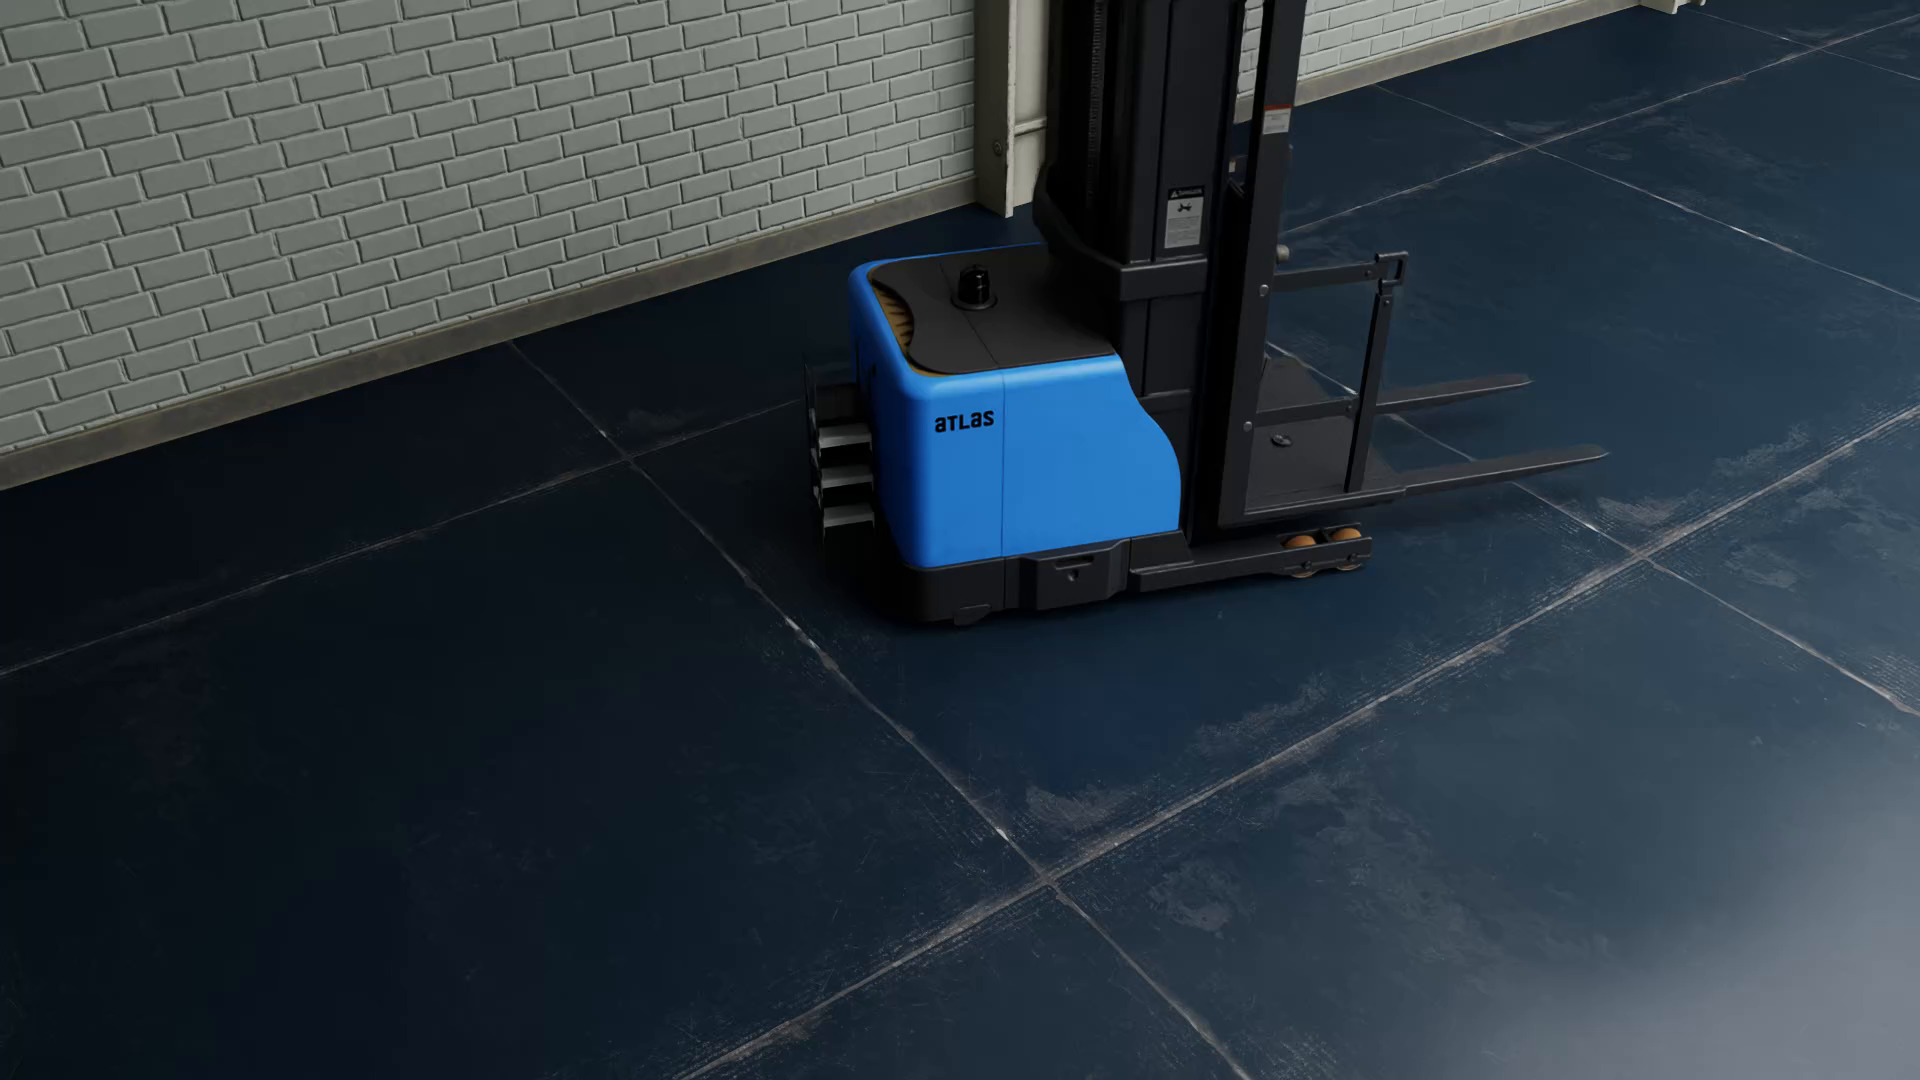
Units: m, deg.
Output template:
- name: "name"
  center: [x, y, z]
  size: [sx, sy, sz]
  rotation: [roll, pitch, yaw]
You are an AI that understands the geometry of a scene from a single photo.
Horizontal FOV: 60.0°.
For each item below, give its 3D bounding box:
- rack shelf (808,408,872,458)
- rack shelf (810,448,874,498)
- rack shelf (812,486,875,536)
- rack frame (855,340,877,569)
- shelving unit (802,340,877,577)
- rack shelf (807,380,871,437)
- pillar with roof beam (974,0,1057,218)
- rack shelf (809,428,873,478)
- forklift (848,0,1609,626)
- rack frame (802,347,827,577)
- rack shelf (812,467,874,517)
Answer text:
- name: "rack shelf"
  center: [-0.459, -0.423, 6.316]
  size: [0.200, 0.077, 0.258]
  rotation: [-9, 37, -12]
- name: "rack shelf"
  center: [-0.459, -0.277, 6.421]
  size: [0.200, 0.077, 0.258]
  rotation: [-9, 37, -12]
- name: "rack shelf"
  center: [-0.459, -0.131, 6.526]
  size: [0.200, 0.077, 0.258]
  rotation: [-9, 37, -12]
- name: "rack frame"
  center: [-0.361, -0.319, 6.422]
  size: [0.006, 0.900, 0.240]
  rotation: [-9, 37, -12]
- name: "shelving unit"
  center: [-0.459, -0.304, 6.402]
  size: [0.210, 0.900, 0.258]
  rotation: [-9, 37, -12]
- name: "rack shelf"
  center: [-0.459, -0.496, 6.263]
  size: [0.200, 0.077, 0.258]
  rotation: [-9, 37, -12]
- name: "pillar with roof beam"
  center: [2.805, -3.528, 3.948]
  size: [0.400, 9.000, 9.100]
  rotation: [-22, 41, -28]
- name: "rack shelf"
  center: [-0.459, -0.350, 6.369]
  size: [0.200, 0.077, 0.258]
  rotation: [-9, 37, -12]
- name: "forklift"
  center: [1.131, -1.331, 6.090]
  size: [3.031, 2.935, 1.130]
  rotation: [-9, 37, -12]
- name: "rack frame"
  center: [-0.557, -0.289, 6.381]
  size: [0.006, 0.900, 0.240]
  rotation: [-9, 37, -12]
- name: "rack shelf"
  center: [-0.459, -0.204, 6.474]
  size: [0.200, 0.077, 0.258]
  rotation: [-9, 37, -12]
